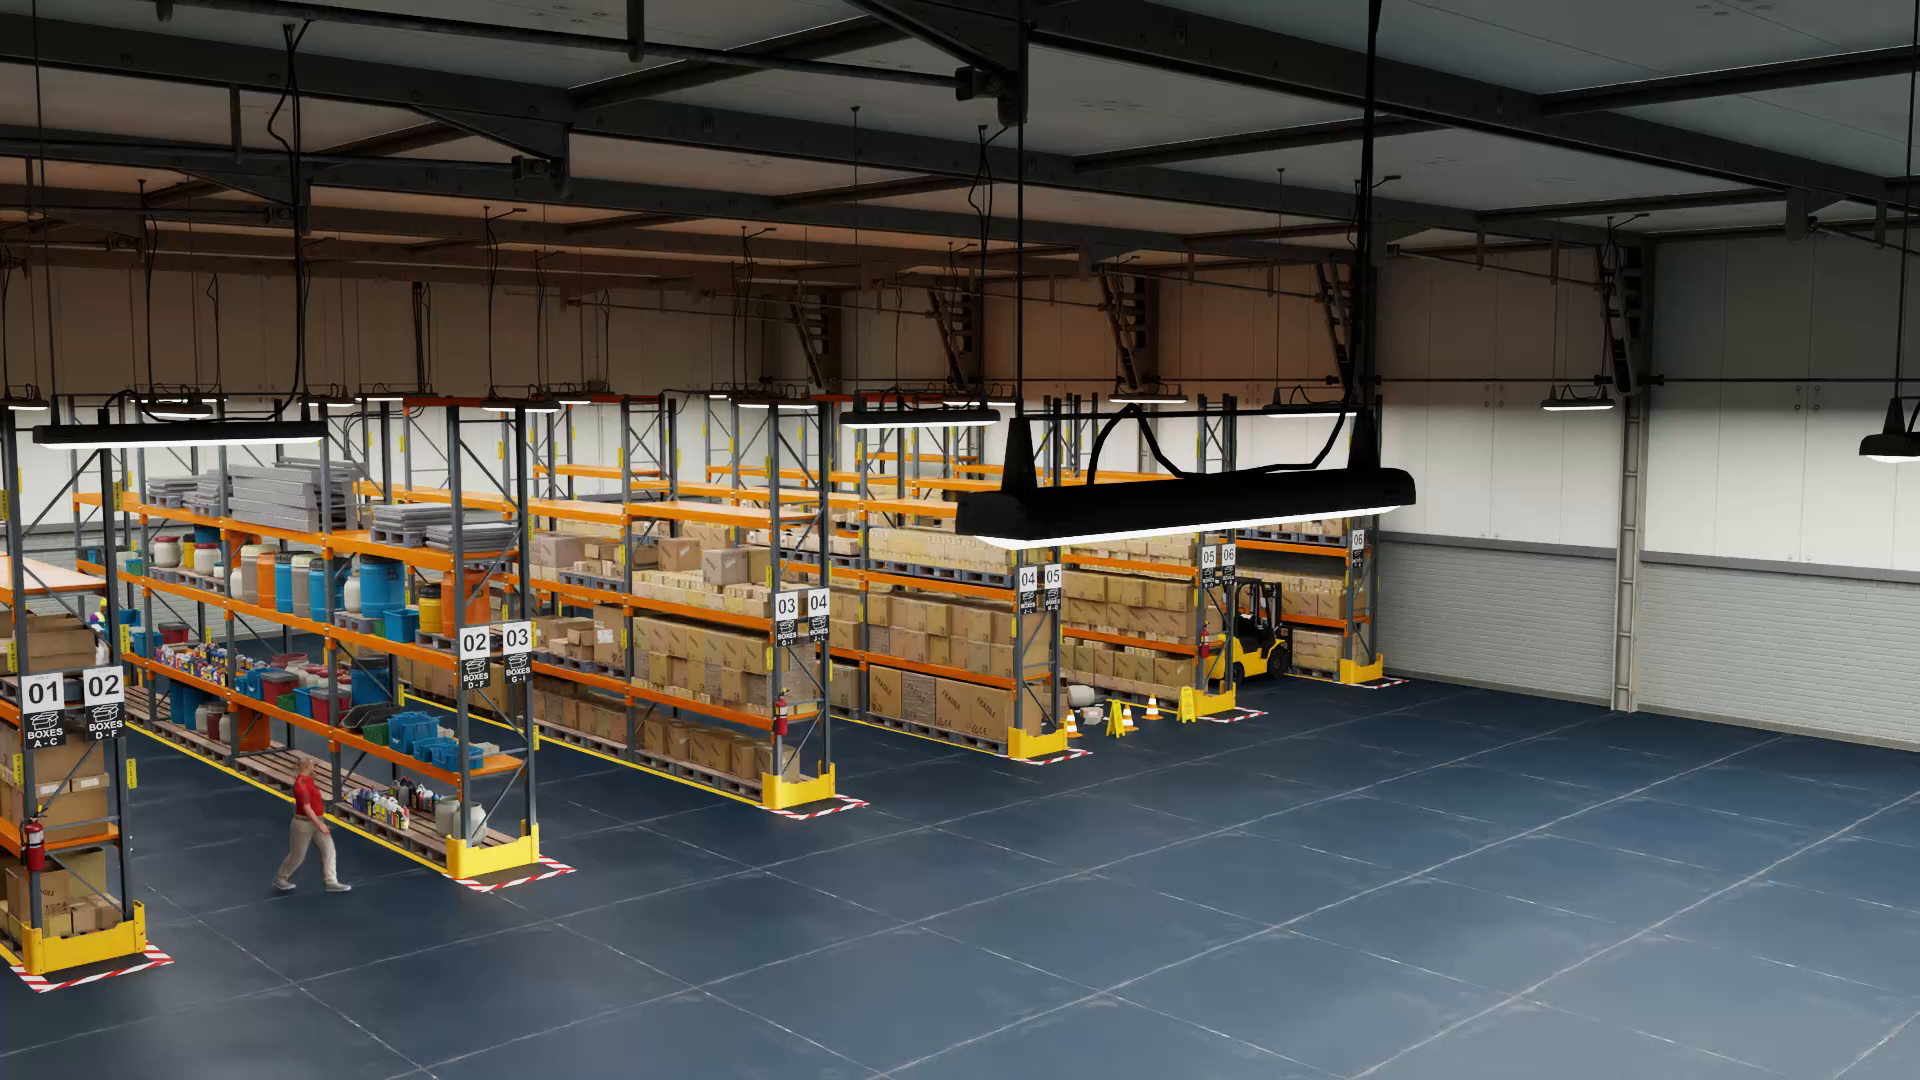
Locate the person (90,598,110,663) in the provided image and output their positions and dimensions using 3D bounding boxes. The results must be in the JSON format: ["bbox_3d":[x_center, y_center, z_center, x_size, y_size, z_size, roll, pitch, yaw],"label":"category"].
[{"bbox_3d":[-17.803,2.102,34.588,0.428,1.771,0.672,4,7,38],"label":"person"}]

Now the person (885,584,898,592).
[{"bbox_3d":[-1.371,1.729,35.792,0.614,1.751,0.518,0,6,-2],"label":"person"}]

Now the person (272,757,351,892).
[{"bbox_3d":[-8.023,3.514,20.474,0.956,1.688,0.466,2,6,18],"label":"person"}]

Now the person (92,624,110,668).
[{"bbox_3d":[-15.991,2.471,31.021,0.574,1.812,0.586,2,6,16],"label":"person"}]
